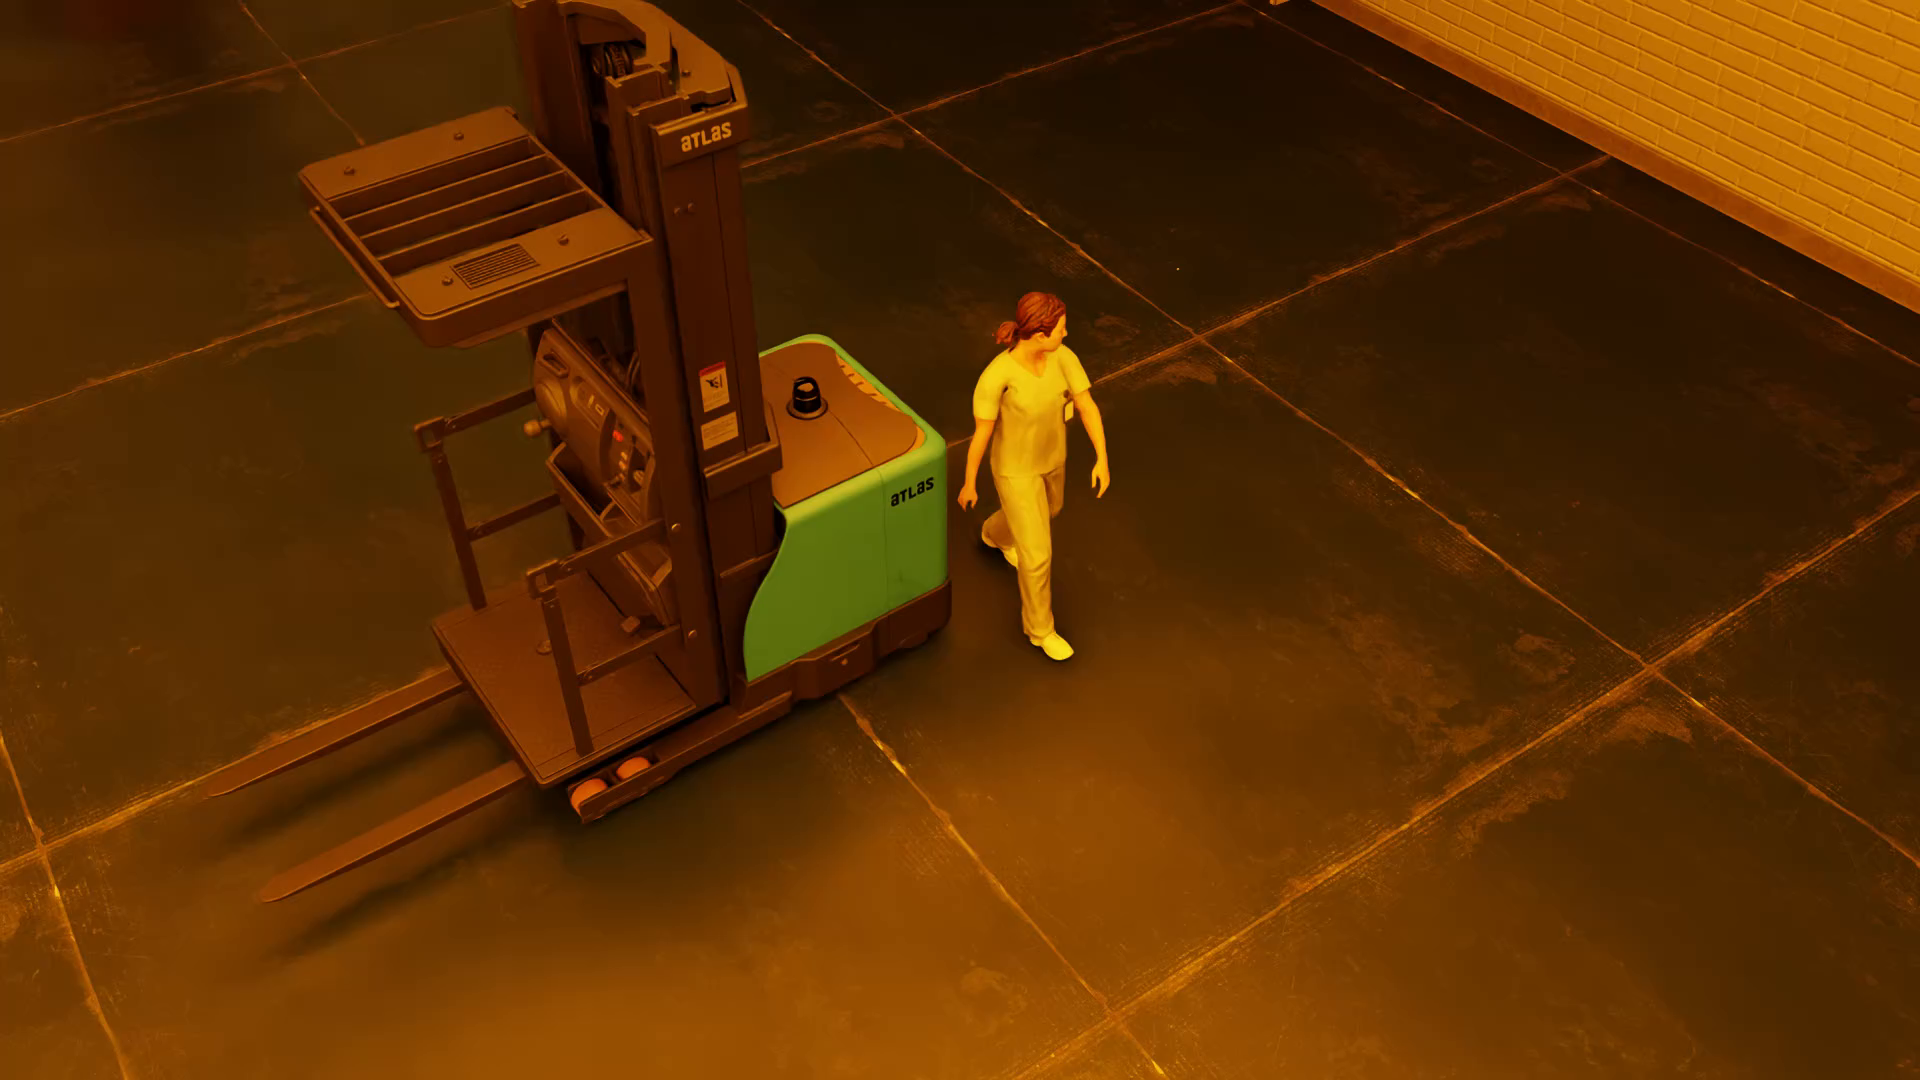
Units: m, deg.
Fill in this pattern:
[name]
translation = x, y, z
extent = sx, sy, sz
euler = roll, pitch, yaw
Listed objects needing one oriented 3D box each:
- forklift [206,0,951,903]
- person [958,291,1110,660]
[forklift]
translation = -1.531, -0.367, 6.114
extent = 3.031, 2.935, 1.130
euler = -26, 49, -26
[person]
translation = 0.291, -0.294, 7.028
extent = 0.597, 1.603, 0.869
euler = -34, 52, -31
